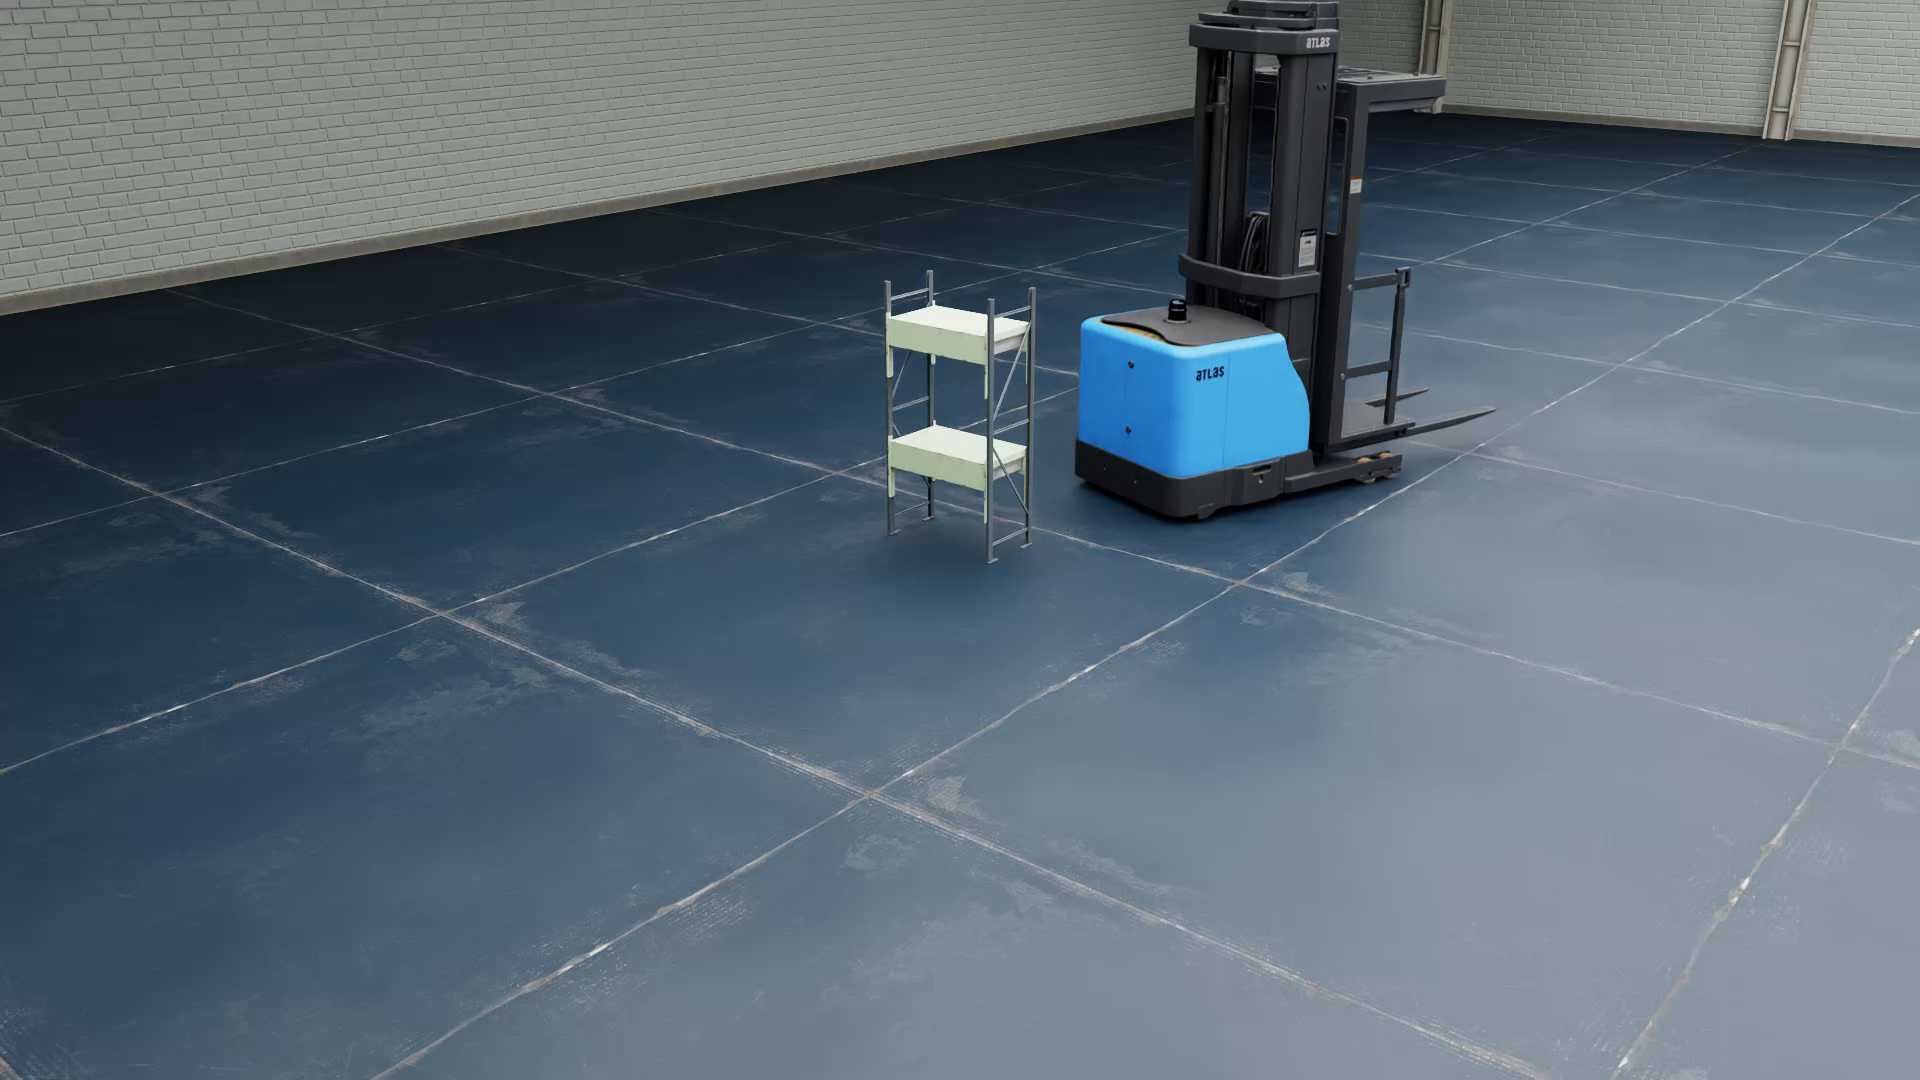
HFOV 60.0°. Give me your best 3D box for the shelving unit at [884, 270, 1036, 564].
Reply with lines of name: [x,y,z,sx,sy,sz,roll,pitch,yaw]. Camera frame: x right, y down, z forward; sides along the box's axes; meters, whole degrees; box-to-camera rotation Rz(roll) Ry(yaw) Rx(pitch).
shelving unit: [-0.005,-0.703,9.407,0.755,1.500,0.431,16,26,36]

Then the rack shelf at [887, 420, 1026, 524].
rack shelf: [-0.005,-0.398,9.523,0.720,0.370,0.431,16,26,36]

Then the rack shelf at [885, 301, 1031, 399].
rack shelf: [-0.005,-1.068,9.270,0.720,0.370,0.431,16,26,36]

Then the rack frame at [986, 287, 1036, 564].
rack frame: [0.278,-0.622,9.191,0.023,1.500,0.400,16,26,36]

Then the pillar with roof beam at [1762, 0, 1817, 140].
pillar with roof beam: [10.501,-9.532,22.191,0.400,9.000,9.100,16,26,36]

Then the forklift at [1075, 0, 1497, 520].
forklift: [2.245,-1.872,10.478,3.031,2.935,1.130,-13,24,-31]

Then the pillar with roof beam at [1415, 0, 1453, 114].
pillar with roof beam: [5.853,-10.870,25.741,0.400,9.000,9.100,16,26,36]

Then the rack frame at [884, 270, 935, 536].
rack frame: [-0.289,-0.785,9.624,0.023,1.500,0.400,16,26,36]
